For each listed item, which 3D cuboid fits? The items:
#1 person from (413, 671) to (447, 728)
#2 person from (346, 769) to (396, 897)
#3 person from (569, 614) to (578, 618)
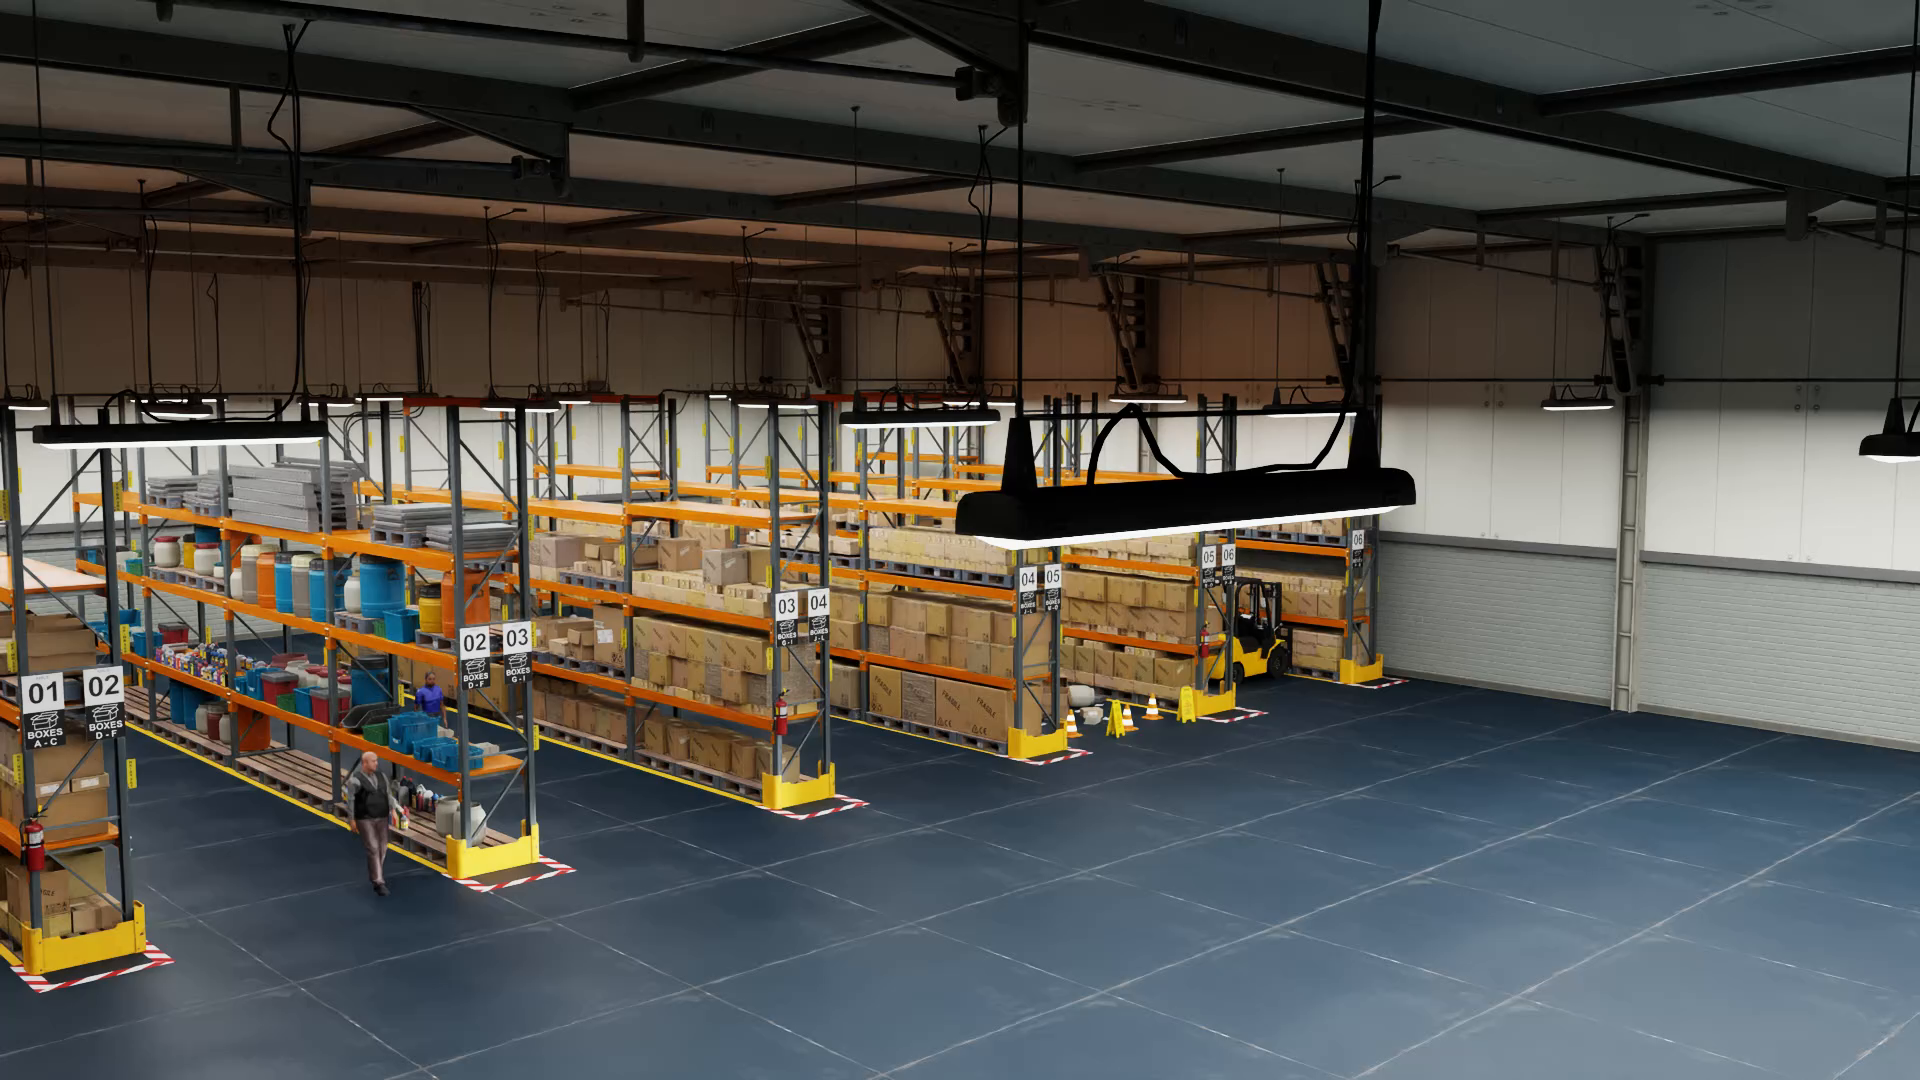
[{"bbox_3d":[-8.521,2.911,26.874,0.970,1.605,0.468,4,7,36],"label":"person"},{"bbox_3d":[-7.196,3.609,20.634,0.776,1.516,0.564,4,7,38],"label":"person"},{"bbox_3d":[-7.649,2.264,33.084,0.506,1.574,0.443,-2,6,-18],"label":"person"}]
